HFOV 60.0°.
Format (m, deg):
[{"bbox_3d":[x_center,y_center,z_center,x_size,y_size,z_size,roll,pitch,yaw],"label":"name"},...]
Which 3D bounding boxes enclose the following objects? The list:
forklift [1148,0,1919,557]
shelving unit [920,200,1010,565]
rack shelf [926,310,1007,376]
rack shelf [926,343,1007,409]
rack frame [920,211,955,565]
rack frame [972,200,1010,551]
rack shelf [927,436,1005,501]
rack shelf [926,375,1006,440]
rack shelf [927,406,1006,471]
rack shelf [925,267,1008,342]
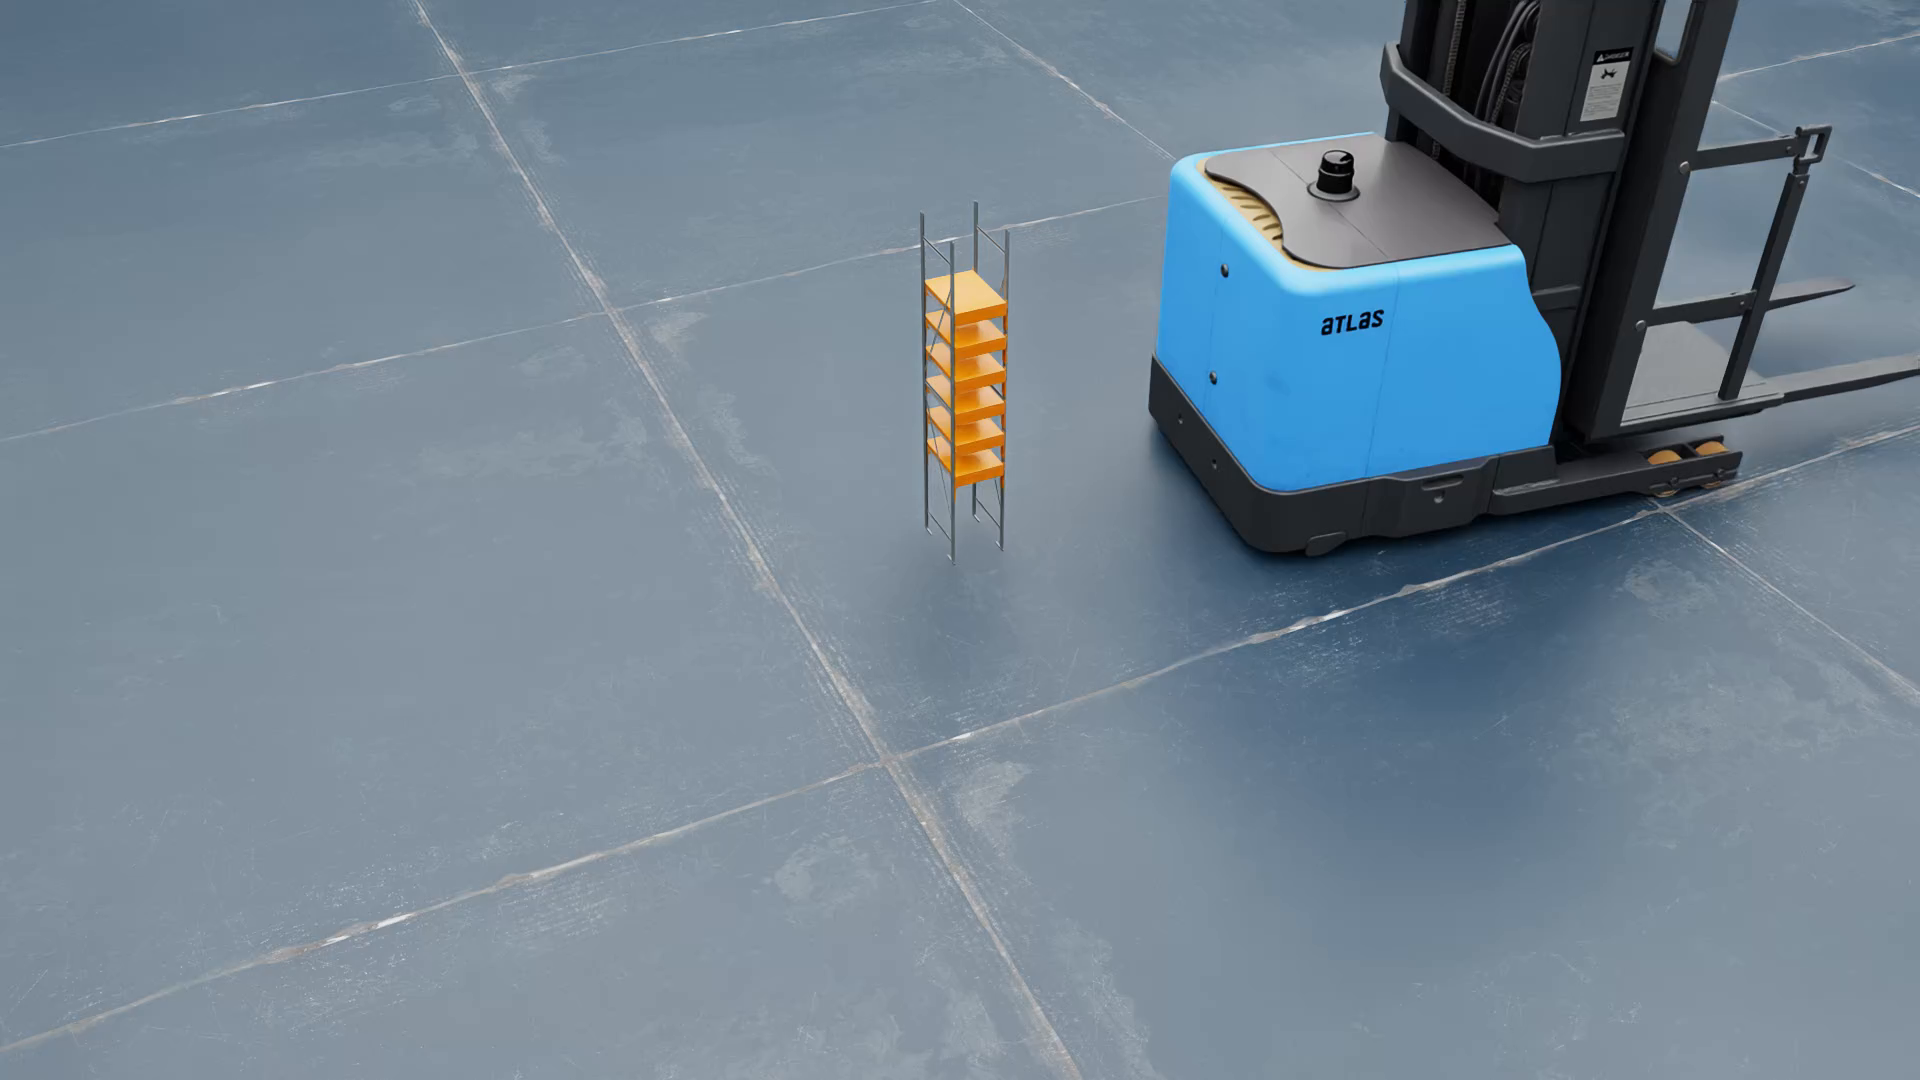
[{"bbox_3d":[2.287,-1.621,5.475,3.031,2.935,1.130,-10,38,-13],"label":"forklift"},{"bbox_3d":[0.013,-0.486,5.398,0.189,1.200,0.258,-16,39,-20],"label":"shelving unit"},{"bbox_3d":[0.013,-0.643,5.281,0.180,0.103,0.258,-16,39,-20],"label":"rack shelf"},{"bbox_3d":[0.013,-0.546,5.352,0.180,0.103,0.258,-16,39,-20],"label":"rack shelf"},{"bbox_3d":[-0.070,-0.462,5.366,0.006,1.200,0.240,-16,39,-20],"label":"rack frame"},{"bbox_3d":[0.096,-0.509,5.429,0.006,1.200,0.240,-16,39,-20],"label":"rack frame"},{"bbox_3d":[0.013,-0.257,5.567,0.180,0.103,0.258,-16,39,-20],"label":"rack shelf"},{"bbox_3d":[0.013,-0.450,5.424,0.180,0.103,0.258,-16,39,-20],"label":"rack shelf"},{"bbox_3d":[0.013,-0.354,5.495,0.180,0.103,0.258,-16,39,-20],"label":"rack shelf"},{"bbox_3d":[0.013,-0.739,5.210,0.180,0.103,0.258,-16,39,-20],"label":"rack shelf"}]
